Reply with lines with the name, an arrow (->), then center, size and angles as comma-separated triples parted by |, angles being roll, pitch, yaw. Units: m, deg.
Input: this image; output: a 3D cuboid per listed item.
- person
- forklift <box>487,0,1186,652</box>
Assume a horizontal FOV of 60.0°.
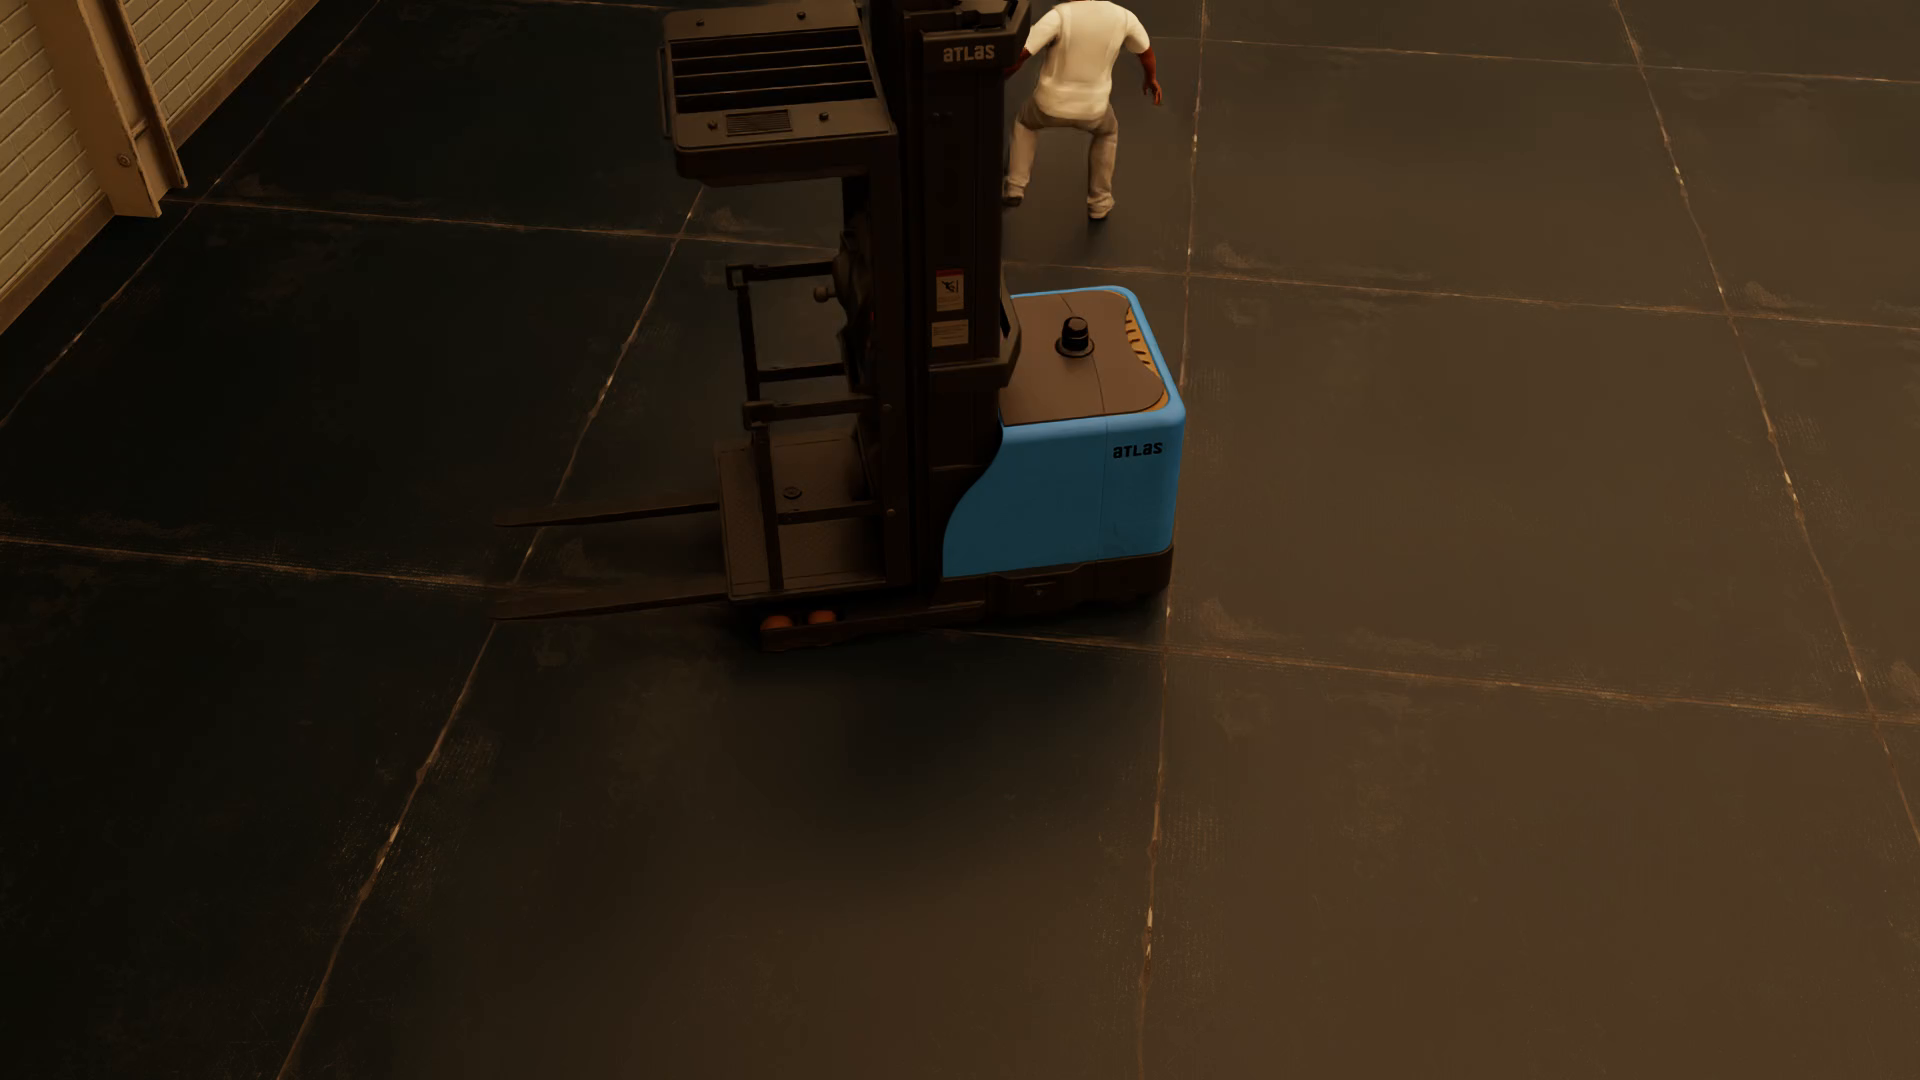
person -> 0.657, -2.570, 9.505 | 1.039, 1.647, 0.520 | -1, 43, -1
forklift -> -0.608, -0.973, 6.784 | 3.031, 2.935, 1.130 | -7, 43, -7
